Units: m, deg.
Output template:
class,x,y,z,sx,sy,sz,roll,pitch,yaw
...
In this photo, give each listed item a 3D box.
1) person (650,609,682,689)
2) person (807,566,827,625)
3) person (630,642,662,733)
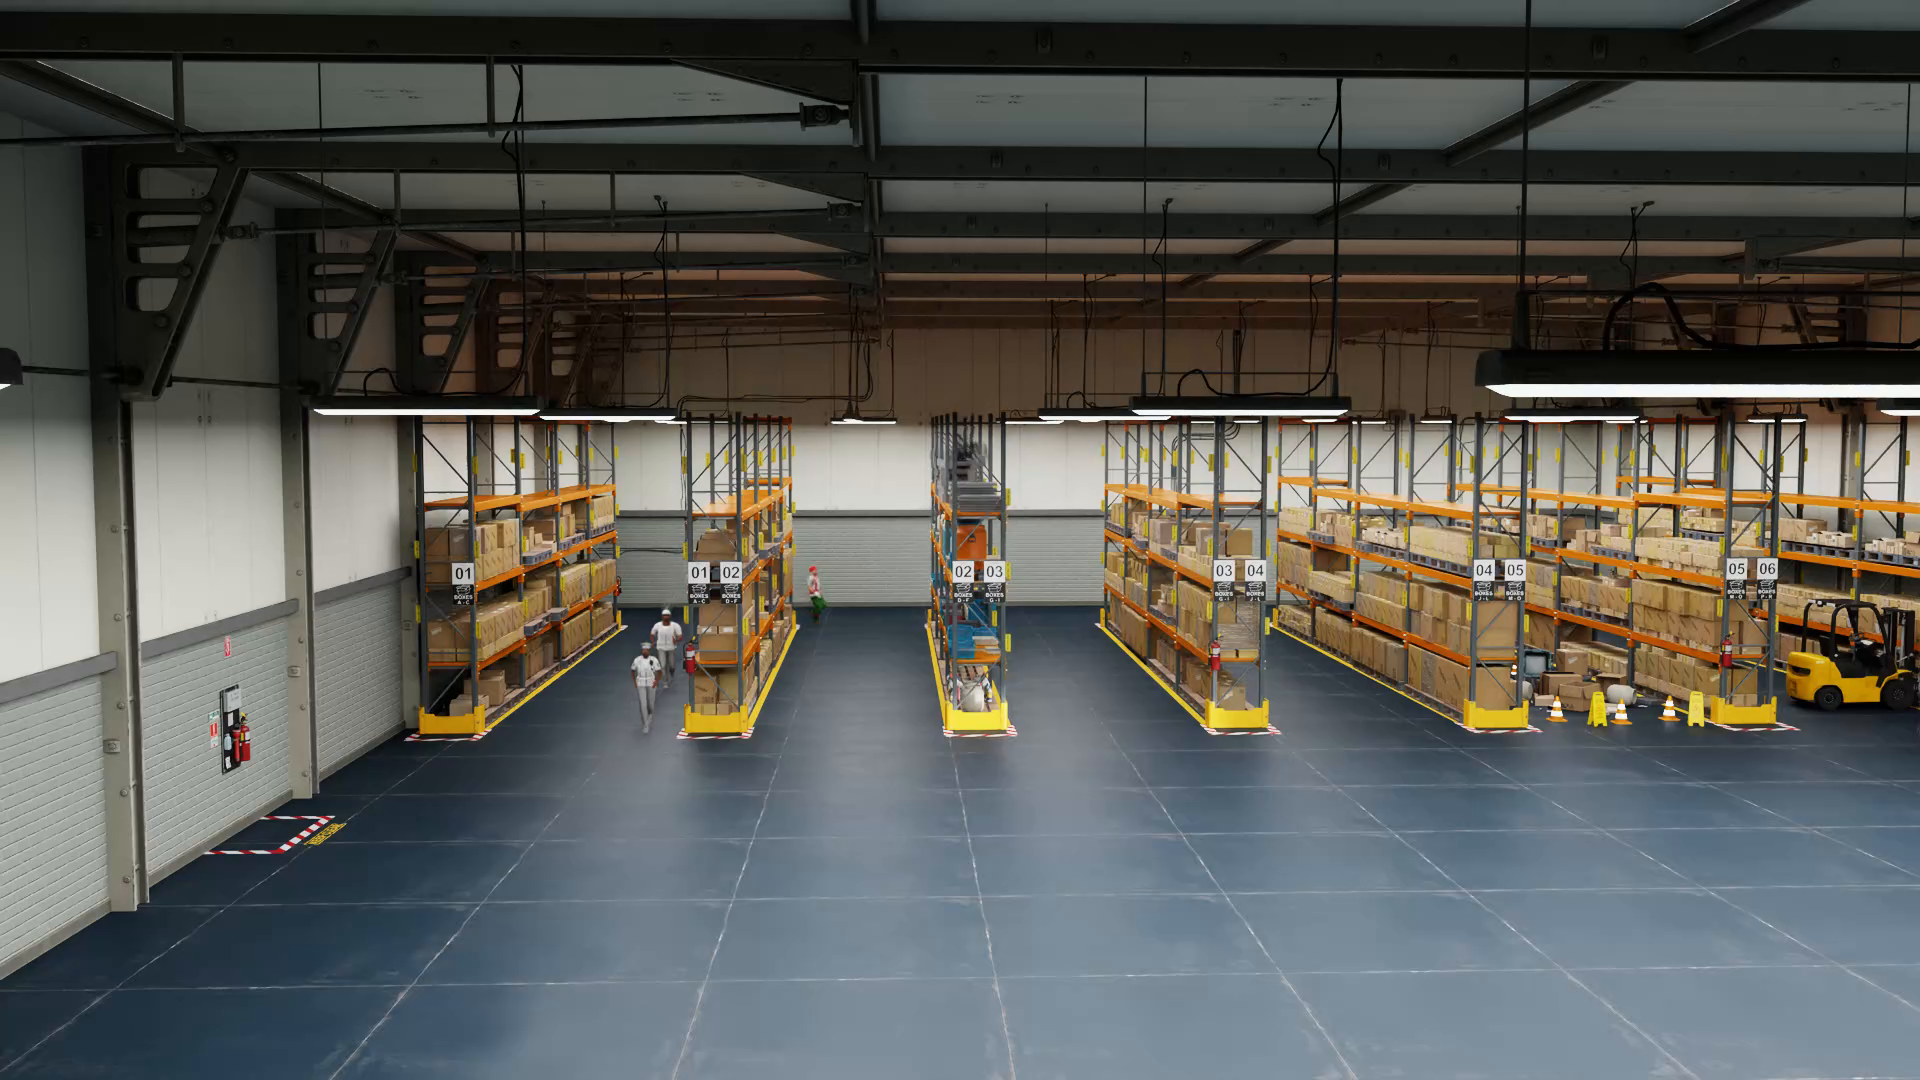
class,x,y,z,sx,sy,sz,roll,pitch,yaw
person,-6.438,2.381,36.427,0.710,1.730,0.780,-1,4,-8
person,-4.138,1.604,48.006,0.519,1.725,0.667,1,4,21
person,-5.936,2.760,31.455,0.593,1.688,0.728,-1,4,-12
